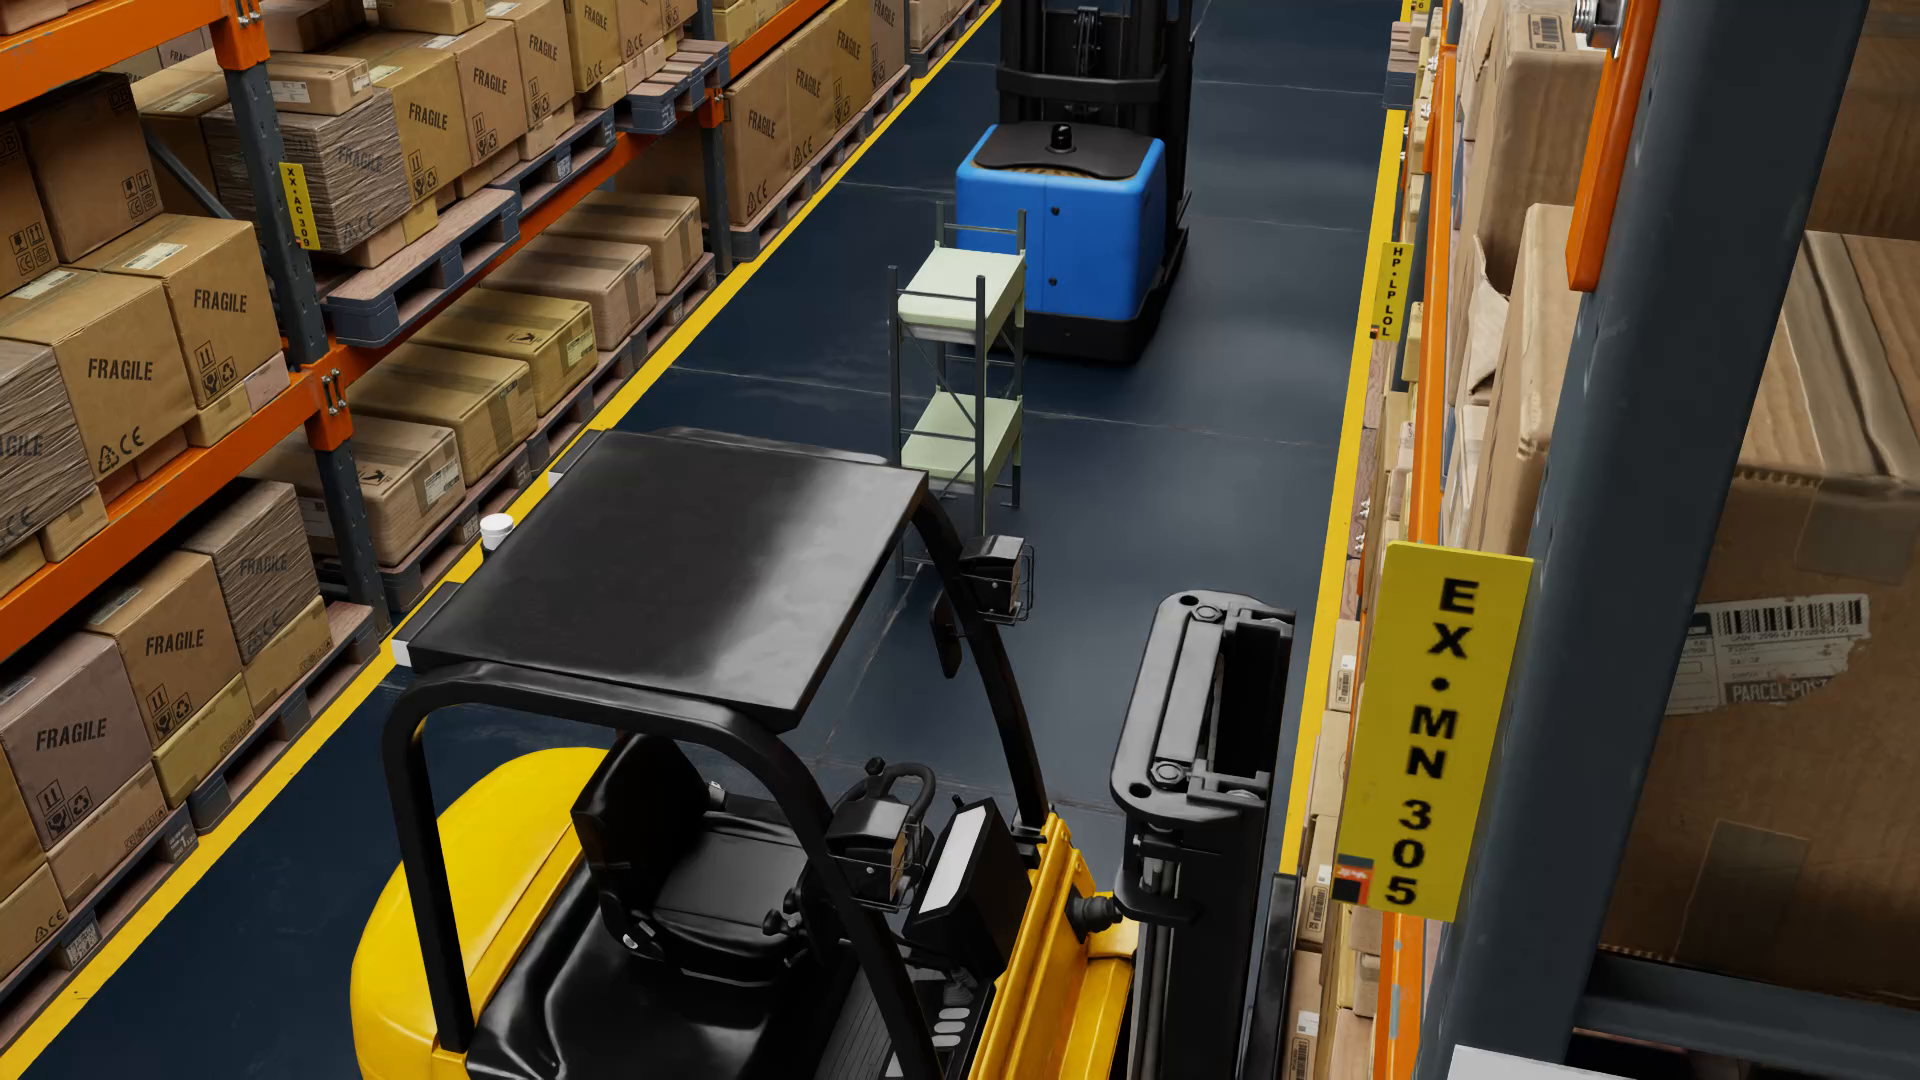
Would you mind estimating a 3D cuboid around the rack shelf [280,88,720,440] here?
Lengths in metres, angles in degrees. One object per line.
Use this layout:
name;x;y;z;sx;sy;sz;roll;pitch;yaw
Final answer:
rack shelf;-2.426;-1.652;8.223;1.077;0.370;4.000;8;33;12

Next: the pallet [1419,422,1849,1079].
pallet;1.058;0.240;1.863;1.003;0.211;1.213;8;33;12

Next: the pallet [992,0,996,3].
pallet;-0.016;-5.542;16.271;1.003;0.211;1.213;8;33;12

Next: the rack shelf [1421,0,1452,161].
rack shelf;2.376;-2.244;6.358;1.077;0.370;4.000;8;33;12

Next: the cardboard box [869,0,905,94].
cardboard box;-0.984;-4.017;12.862;0.875;0.875;0.875;9;34;14

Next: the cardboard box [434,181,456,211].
cardboard box;-2.418;-1.518;7.185;0.380;0.149;0.250;10;34;15

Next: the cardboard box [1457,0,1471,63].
cardboard box;1.422;-1.293;3.790;0.500;0.311;0.500;9;33;13

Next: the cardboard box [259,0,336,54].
cardboard box;-2.873;-2.166;6.995;0.380;0.149;0.250;7;33;11

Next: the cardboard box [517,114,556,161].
cardboard box;-2.130;-1.905;7.794;0.380;0.149;0.250;9;34;14

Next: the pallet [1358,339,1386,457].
pallet;2.637;-0.721;8.687;1.003;0.211;1.213;8;33;12

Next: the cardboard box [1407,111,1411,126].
cardboard box;3.558;-3.297;12.079;0.500;0.500;0.500;9;34;14

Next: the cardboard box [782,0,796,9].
cardboard box;-1.299;-3.690;10.898;0.500;0.250;0.500;9;34;14

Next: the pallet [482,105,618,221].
pallet;-2.381;-1.880;8.089;1.003;0.211;1.213;8;33;12

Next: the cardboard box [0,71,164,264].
cardboard box;-3.255;-1.308;5.710;0.700;0.500;0.500;8;33;12

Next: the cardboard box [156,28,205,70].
cardboard box;-6.056;-3.598;12.552;0.500;0.500;0.500;7;33;11

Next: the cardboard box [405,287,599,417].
cardboard box;-2.449;-0.993;8.574;0.950;0.372;0.625;9;34;14

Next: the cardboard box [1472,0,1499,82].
cardboard box;1.272;-0.776;2.798;0.797;0.503;0.637;9;34;14

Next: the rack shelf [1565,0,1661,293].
rack shelf;1.361;-1.265;2.396;1.077;0.370;4.000;8;33;12

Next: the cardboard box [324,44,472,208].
cardboard box;-2.411;-1.727;6.908;0.500;0.500;0.500;8;33;13

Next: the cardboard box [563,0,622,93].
cardboard box;-2.013;-2.533;8.176;0.500;0.500;0.500;6;33;9

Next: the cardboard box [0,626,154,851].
cardboard box;-3.080;0.622;5.449;0.500;0.500;0.500;10;34;15

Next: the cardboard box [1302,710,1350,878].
cardboard box;1.303;0.790;4.951;0.500;0.250;0.500;8;33;12

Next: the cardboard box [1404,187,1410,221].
cardboard box;2.278;-1.531;7.501;0.500;0.250;0.500;7;33;11

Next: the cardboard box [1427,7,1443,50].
cardboard box;2.518;-2.510;8.205;0.380;0.149;0.250;9;34;14

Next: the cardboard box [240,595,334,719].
cardboard box;-2.824;0.409;6.482;0.500;0.250;0.500;10;34;15

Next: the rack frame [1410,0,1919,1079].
rack frame;0.850;-0.700;0.464;0.949;2.616;0.053;8;33;12

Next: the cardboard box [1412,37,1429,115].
cardboard box;2.510;-2.274;8.204;0.500;0.250;0.500;8;33;12

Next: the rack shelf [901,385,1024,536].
rack shelf;-0.002;-0.354;7.517;0.431;0.370;0.720;8;33;12

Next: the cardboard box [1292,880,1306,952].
cardboard box;1.182;1.258;4.680;0.500;0.250;0.500;8;33;12

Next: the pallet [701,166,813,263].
pallet;-1.646;-2.215;11.038;1.003;0.211;1.213;8;33;12

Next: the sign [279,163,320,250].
sign;-2.407;-1.213;6.055;0.100;0.325;0.005;8;33;12

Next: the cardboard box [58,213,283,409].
cardboard box;-2.806;-0.821;5.875;0.500;0.500;0.500;7;33;11

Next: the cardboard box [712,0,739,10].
cardboard box;-1.551;-3.370;9.929;0.500;0.250;0.500;8;33;12

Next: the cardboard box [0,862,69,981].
cardboard box;-3.214;1.212;5.220;0.500;0.250;0.500;10;34;16

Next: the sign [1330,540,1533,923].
sign;0.332;0.145;1.179;0.100;0.325;0.005;8;33;12

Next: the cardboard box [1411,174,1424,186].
cardboard box;2.005;-1.213;6.537;0.500;0.250;0.500;9;33;13

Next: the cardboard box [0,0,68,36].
cardboard box;-2.910;-1.617;4.936;0.380;0.149;0.250;8;33;13

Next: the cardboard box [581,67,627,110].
cardboard box;-1.921;-2.302;8.418;0.380;0.149;0.250;9;33;13

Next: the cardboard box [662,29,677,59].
cardboard box;-1.772;-2.713;9.065;0.380;0.149;0.250;9;33;13

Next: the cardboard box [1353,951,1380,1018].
cardboard box;0.927;0.763;3.056;0.380;0.149;0.250;7;33;11

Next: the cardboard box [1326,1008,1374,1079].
cardboard box;0.865;1.231;2.925;0.500;0.500;0.500;9;34;14

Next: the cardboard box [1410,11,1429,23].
cardboard box;2.838;-3.025;9.461;0.500;0.250;0.500;6;33;10

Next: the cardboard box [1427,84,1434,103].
cardboard box;2.200;-1.839;7.149;0.380;0.149;0.250;9;33;13

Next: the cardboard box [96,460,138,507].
cardboard box;-2.995;-0.221;5.536;0.380;0.149;0.250;8;33;12

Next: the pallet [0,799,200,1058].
pallet;-3.378;1.248;5.591;1.003;0.211;1.213;8;33;12

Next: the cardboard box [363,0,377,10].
cardboard box;-2.645;-2.330;7.857;0.500;0.500;0.500;7;33;11

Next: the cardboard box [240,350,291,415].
cardboard box;-2.720;-0.603;6.137;0.380;0.149;0.250;8;33;12

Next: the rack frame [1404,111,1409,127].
rack frame;3.899;-4.395;11.868;1.000;3.000;0.127;8;33;12

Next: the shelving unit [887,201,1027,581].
shelving unit;-0.002;-0.629;7.342;0.431;1.500;0.755;8;33;12

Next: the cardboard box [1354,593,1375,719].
cardboard box;1.260;0.444;4.162;0.500;0.500;0.500;8;33;12

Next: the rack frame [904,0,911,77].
rack frame;-0.904;-5.069;12.928;1.000;3.000;0.127;8;33;12

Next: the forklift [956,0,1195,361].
forklift;0.835;-3.008;9.750;1.130;2.935;3.031;8;33;13

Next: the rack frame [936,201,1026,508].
rack frame;0.091;-0.819;7.641;0.400;1.500;0.023;8;33;12

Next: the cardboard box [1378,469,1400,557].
cardboard box;1.295;-0.039;4.317;0.380;0.149;0.250;9;33;13

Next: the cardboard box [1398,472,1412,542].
cardboard box;1.261;-0.021;4.011;0.380;0.149;0.250;8;33;12

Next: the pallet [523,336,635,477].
pallet;-2.430;-0.780;8.780;1.003;0.211;1.213;8;33;12

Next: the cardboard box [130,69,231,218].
cardboard box;-3.039;-1.533;6.604;0.500;0.500;0.500;7;33;11

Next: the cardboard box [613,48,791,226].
cardboard box;-1.663;-2.621;10.666;0.875;0.875;0.875;8;33;12

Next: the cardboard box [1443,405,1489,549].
cardboard box;0.770;-0.019;1.937;0.380;0.149;0.250;7;33;11

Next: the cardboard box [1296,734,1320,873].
cardboard box;1.425;0.945;5.638;0.500;0.250;0.500;8;33;13
